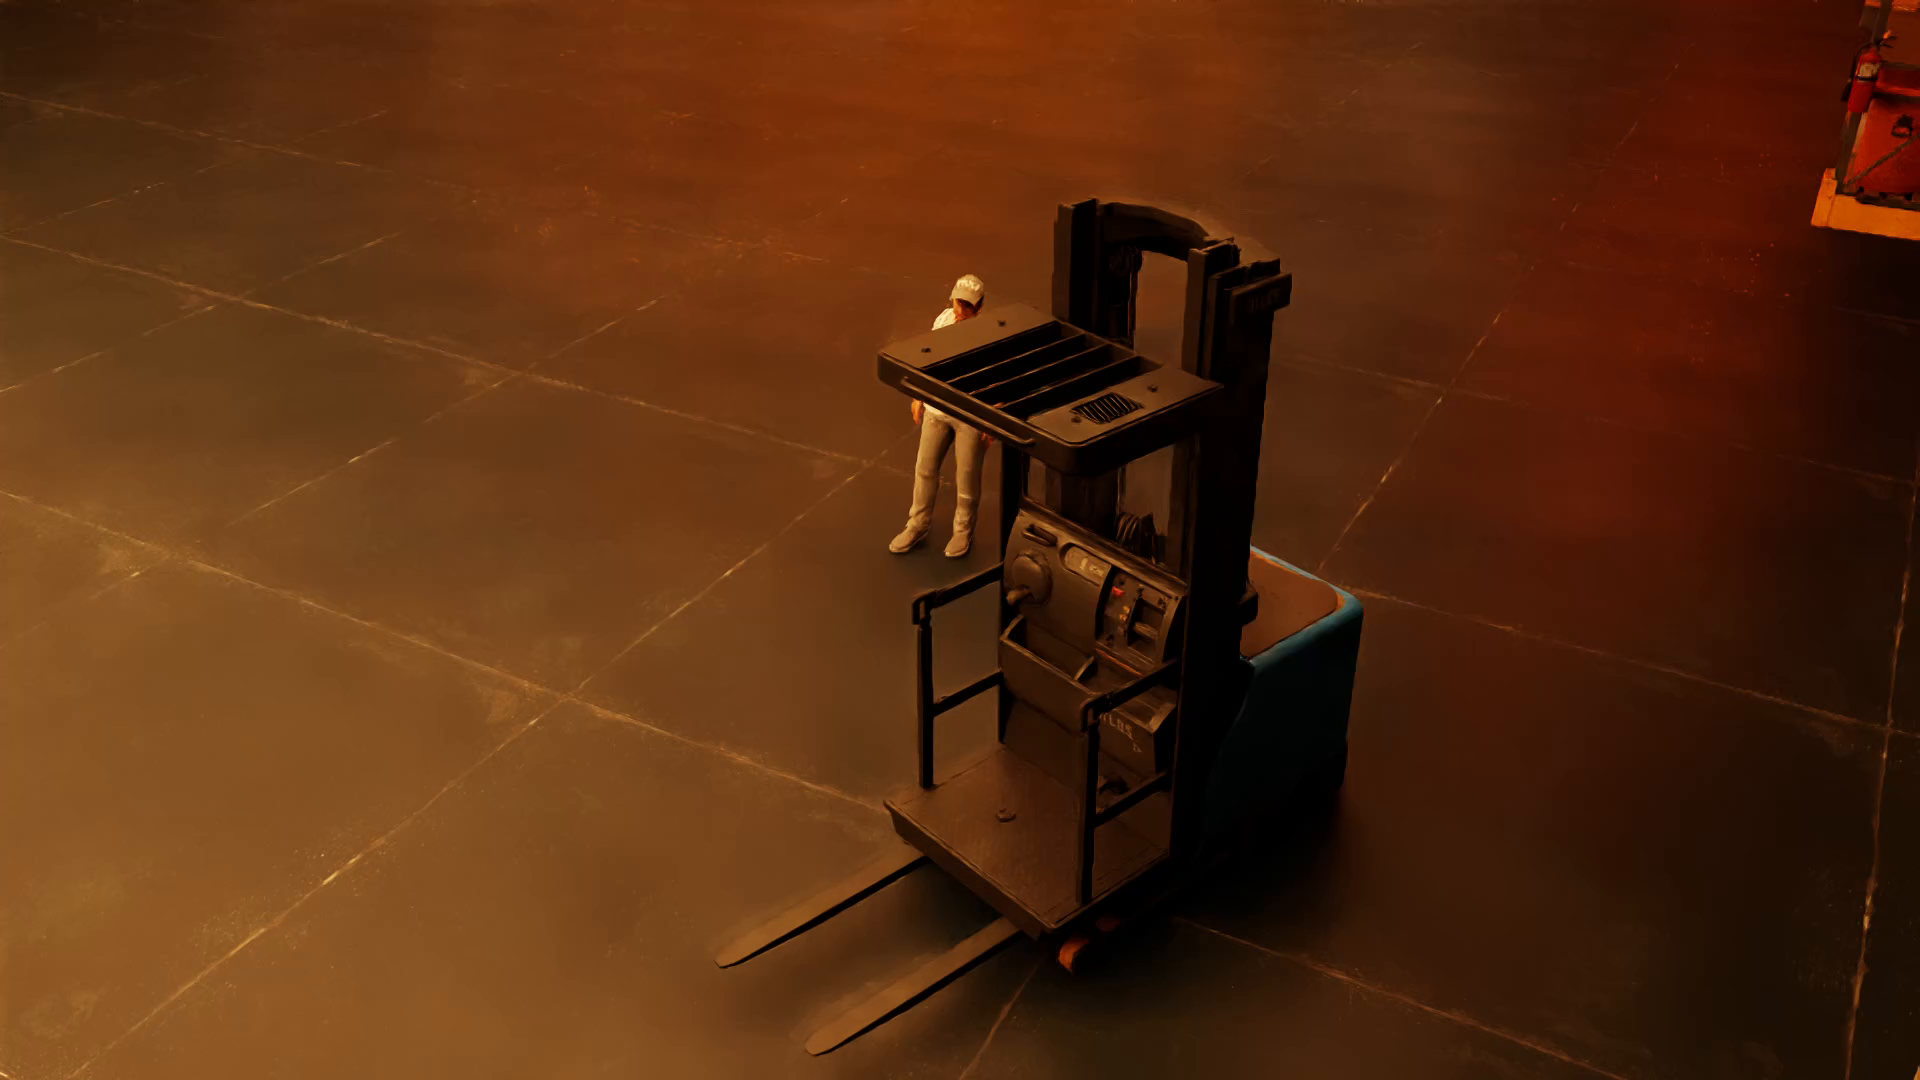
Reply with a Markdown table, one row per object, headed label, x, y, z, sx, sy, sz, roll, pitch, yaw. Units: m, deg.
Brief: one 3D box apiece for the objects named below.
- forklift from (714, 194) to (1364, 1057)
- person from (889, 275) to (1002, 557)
| label | x | y | z | sx | sy | sz | roll | pitch | yaw |
| --- | --- | --- | --- | --- | --- | --- | --- | --- | --- |
| forklift | 0.373 | 0.230 | 6.672 | 3.031 | 2.935 | 1.130 | -24 | 37 | -35 |
| person | -0.057 | -0.700 | 9.534 | 0.598 | 1.669 | 0.529 | 15 | 33 | 25 |
